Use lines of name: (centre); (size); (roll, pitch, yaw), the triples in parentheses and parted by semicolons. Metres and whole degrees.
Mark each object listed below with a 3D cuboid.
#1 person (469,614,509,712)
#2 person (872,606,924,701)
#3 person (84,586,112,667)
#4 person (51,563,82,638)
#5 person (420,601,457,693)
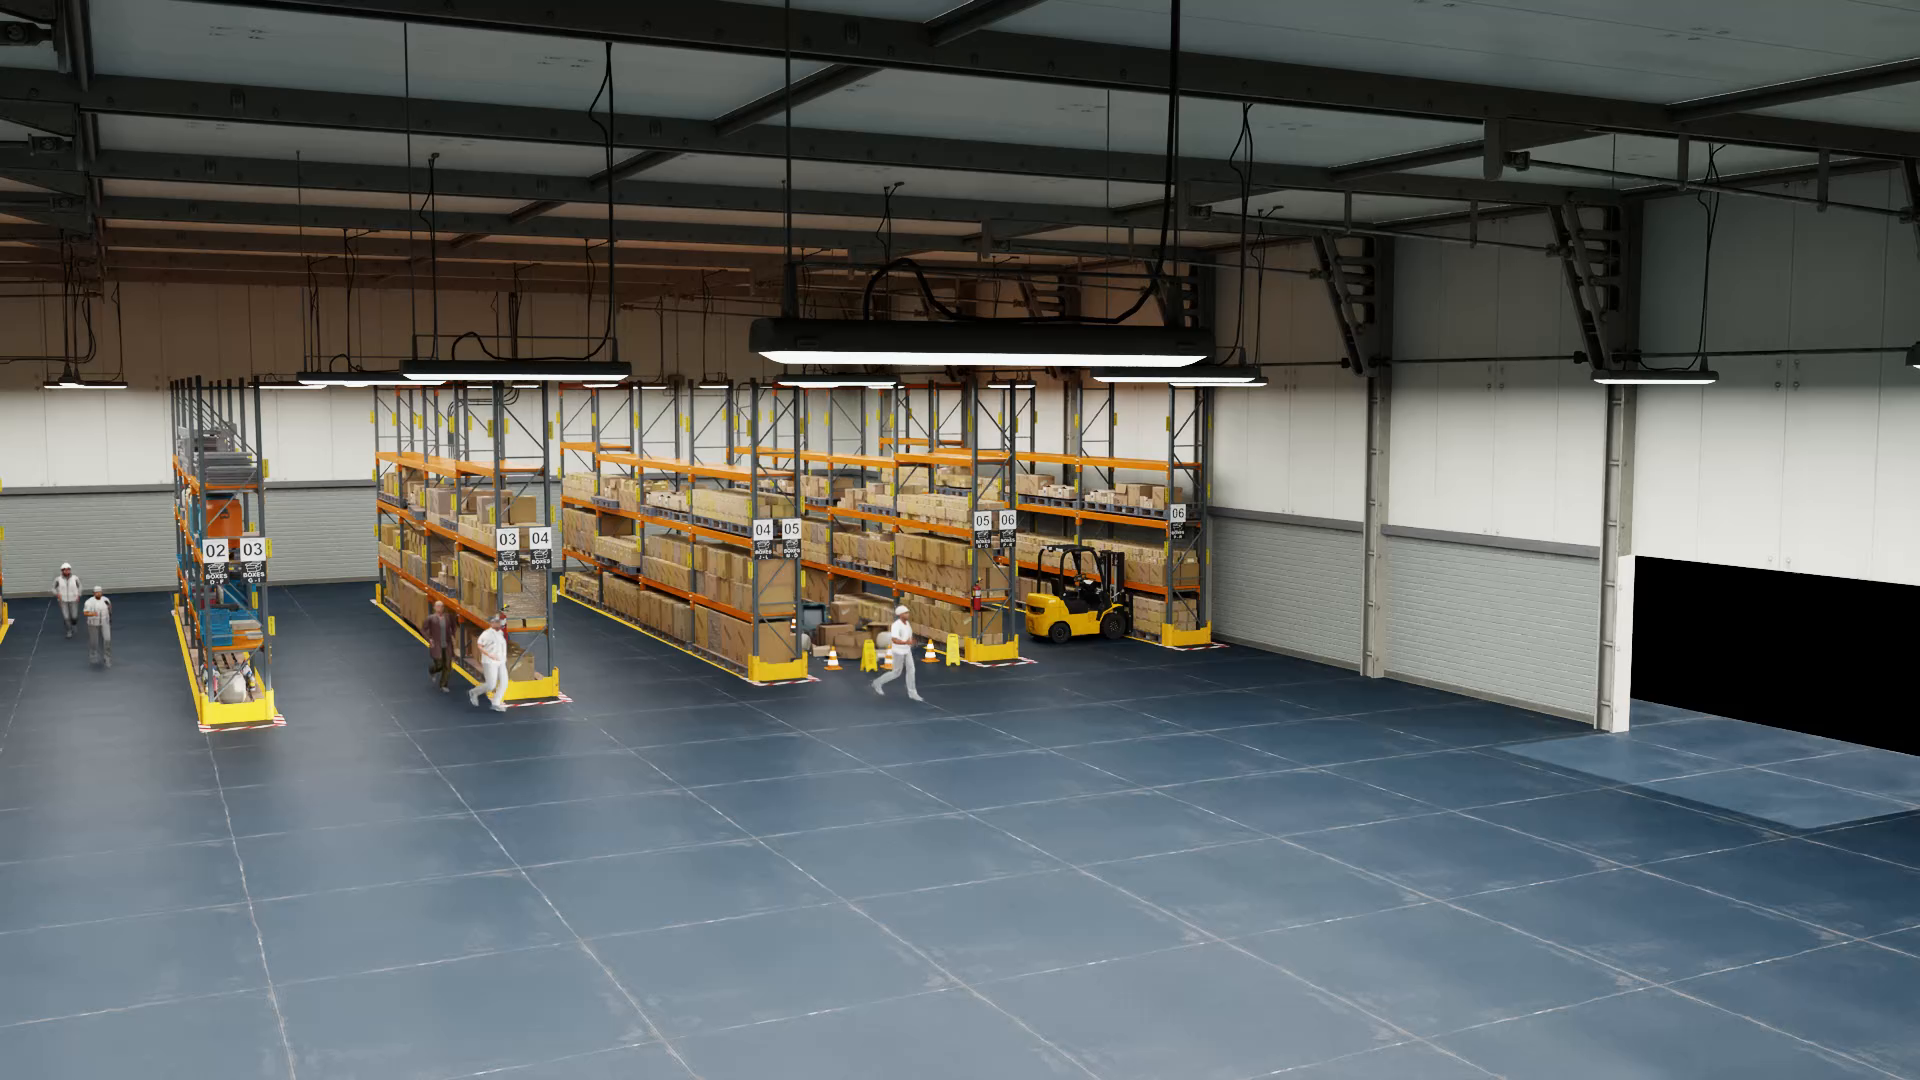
person: (-8.442, 2.197, 29.999); (0.736, 1.757, 0.690); (2, 6, 24)
person: (-1.129, 2.095, 30.903); (0.975, 1.771, 0.710); (2, 5, 22)
person: (-18.050, 1.814, 34.840); (0.553, 1.728, 0.804); (-4, 6, -37)
person: (-20.826, 1.408, 38.792); (0.665, 1.735, 0.579); (-3, 6, -31)
person: (-9.960, 2.030, 31.875); (0.711, 1.743, 0.756); (-4, 6, -36)
